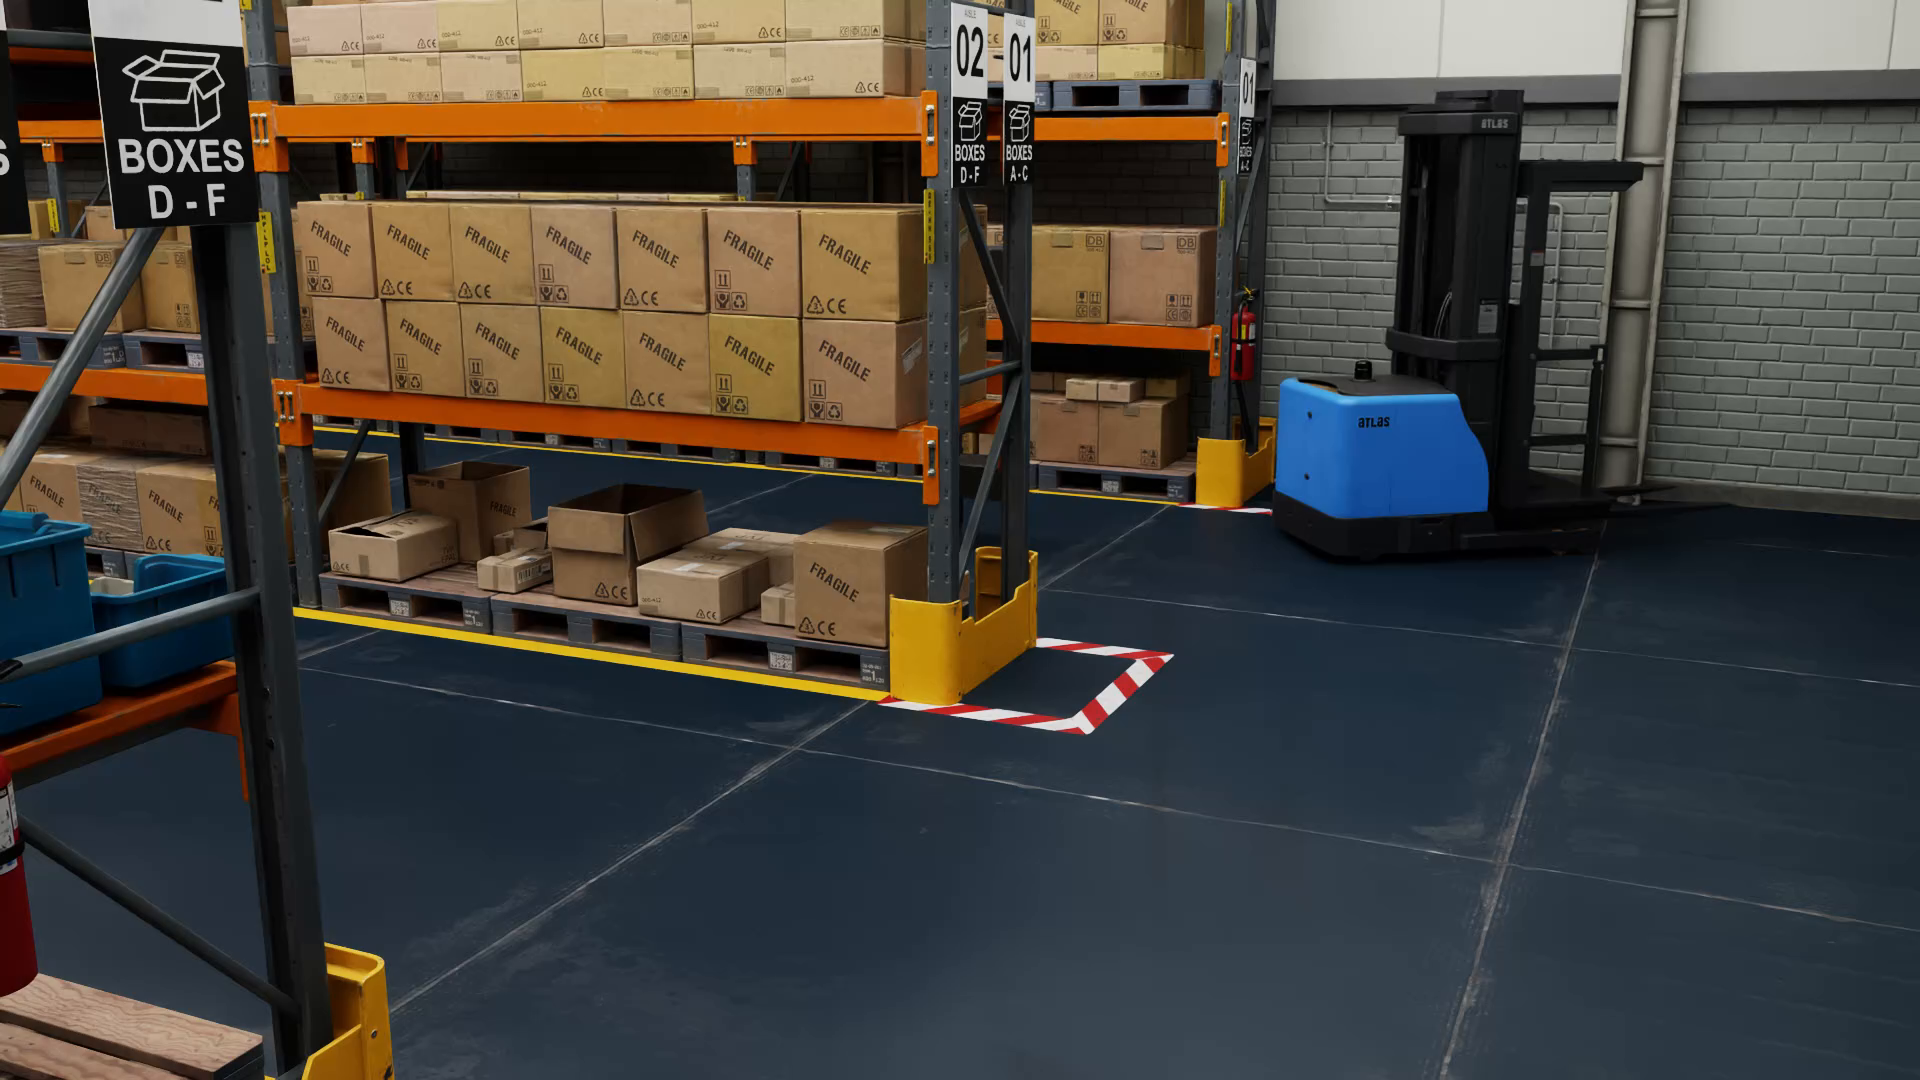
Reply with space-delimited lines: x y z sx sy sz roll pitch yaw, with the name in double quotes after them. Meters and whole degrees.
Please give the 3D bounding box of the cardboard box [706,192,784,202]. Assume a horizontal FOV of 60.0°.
-1.863 -2.868 14.357 0.500 0.250 0.500 6 15 25 "cardboard box"

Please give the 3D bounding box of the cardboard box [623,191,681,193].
-2.805 -2.961 14.751 0.500 0.250 0.500 5 14 21 "cardboard box"

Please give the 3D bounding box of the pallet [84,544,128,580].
-5.430 0.010 10.752 1.213 0.211 1.003 6 14 23 "pallet"

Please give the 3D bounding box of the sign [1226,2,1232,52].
1.876 -3.574 11.588 0.005 0.325 0.100 6 14 23 "sign"

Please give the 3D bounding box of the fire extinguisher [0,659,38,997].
-1.950 0.564 3.269 0.183 0.674 0.296 6 14 23 "fire extinguisher"

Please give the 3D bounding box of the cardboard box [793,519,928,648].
-0.491 0.206 8.319 0.500 0.500 0.500 6 14 23 "cardboard box"

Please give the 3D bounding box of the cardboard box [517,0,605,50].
-1.840 -2.561 8.271 0.500 0.250 0.500 6 14 23 "cardboard box"

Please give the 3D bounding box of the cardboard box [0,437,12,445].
-6.427 -0.386 10.844 0.500 0.500 0.500 5 14 21 "cardboard box"

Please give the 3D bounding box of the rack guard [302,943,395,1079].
-1.877 1.453 3.969 0.348 0.500 1.175 6 14 23 "rack guard"

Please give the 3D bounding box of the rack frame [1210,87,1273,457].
2.109 -1.833 12.500 0.127 3.000 1.000 6 14 23 "rack frame"

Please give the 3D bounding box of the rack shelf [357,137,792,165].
-3.377 -3.498 14.605 4.000 0.370 1.077 6 14 23 "rack shelf"

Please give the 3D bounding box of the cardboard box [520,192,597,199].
-3.475 -2.905 14.512 0.500 0.250 0.500 5 14 22 "cardboard box"

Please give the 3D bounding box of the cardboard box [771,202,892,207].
-0.674 -1.476 8.572 0.500 0.500 0.500 6 14 24 "cardboard box"

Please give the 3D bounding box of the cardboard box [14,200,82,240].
-9.420 -3.224 17.072 0.500 0.500 0.500 6 14 23 "cardboard box"

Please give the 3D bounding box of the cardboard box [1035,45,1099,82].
0.856 -3.534 12.372 0.500 0.250 0.500 5 14 21 "cardboard box"

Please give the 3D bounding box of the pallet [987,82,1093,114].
0.307 -3.429 12.930 1.213 0.211 1.003 6 14 23 "pallet"

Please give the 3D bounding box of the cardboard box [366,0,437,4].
-2.691 -3.051 8.717 0.500 0.500 0.700 6 14 23 "cardboard box"

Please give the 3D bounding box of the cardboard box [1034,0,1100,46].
0.876 -3.898 12.282 0.500 0.500 0.500 6 15 25 "cardboard box"

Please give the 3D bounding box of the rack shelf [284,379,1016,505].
-1.723 -0.633 8.960 4.000 0.370 1.077 6 14 23 "rack shelf"

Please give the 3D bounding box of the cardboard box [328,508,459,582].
-3.255 0.011 9.565 0.500 0.311 0.500 6 14 23 "cardboard box"

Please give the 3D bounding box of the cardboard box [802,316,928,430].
-0.414 -0.831 8.012 0.500 0.500 0.500 6 15 25 "cardboard box"

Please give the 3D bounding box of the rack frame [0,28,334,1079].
-1.905 0.237 3.678 0.053 2.616 0.949 6 14 23 "rack frame"

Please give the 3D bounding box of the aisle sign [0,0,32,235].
-1.957 -0.961 3.095 0.004 0.787 0.394 6 14 23 "aisle sign"

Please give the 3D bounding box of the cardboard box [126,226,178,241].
-7.903 -3.099 16.712 0.500 0.500 0.700 7 15 29 "cardboard box"

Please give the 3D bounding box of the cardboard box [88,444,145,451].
-5.303 -0.403 10.913 0.500 0.500 0.500 5 14 21 "cardboard box"

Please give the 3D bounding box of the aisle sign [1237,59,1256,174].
2.053 -3.029 11.907 0.004 0.787 0.394 6 14 23 "aisle sign"

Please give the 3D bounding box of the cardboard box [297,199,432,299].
-3.234 -1.601 9.104 0.500 0.500 0.500 6 15 25 "cardboard box"

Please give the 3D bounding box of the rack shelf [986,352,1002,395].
0.151 -0.994 10.953 0.480 0.518 0.431 6 14 23 "rack shelf"

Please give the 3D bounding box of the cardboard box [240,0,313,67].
-3.982 -2.992 9.517 0.600 0.600 0.600 4 14 18 "cardboard box"

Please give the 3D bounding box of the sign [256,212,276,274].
-3.773 -1.615 9.039 0.005 0.325 0.100 6 14 23 "sign"

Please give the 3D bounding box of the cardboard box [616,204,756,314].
-1.351 -1.411 8.293 0.500 0.500 0.500 6 15 25 "cardboard box"

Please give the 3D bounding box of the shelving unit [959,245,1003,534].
0.151 -1.007 10.950 0.503 2.100 0.431 6 14 23 "shelving unit"

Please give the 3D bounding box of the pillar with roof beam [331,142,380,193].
-7.787 -4.896 12.420 0.400 9.000 9.100 6 14 23 "pillar with roof beam"

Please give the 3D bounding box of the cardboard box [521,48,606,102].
-1.836 -2.319 8.335 0.500 0.250 0.500 6 14 23 "cardboard box"

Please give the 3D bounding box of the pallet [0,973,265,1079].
-2.642 1.510 4.360 1.213 0.211 1.003 6 14 23 "pallet"

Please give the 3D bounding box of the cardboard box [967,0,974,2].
-0.258 -2.530 8.141 0.500 0.250 0.500 6 14 23 "cardboard box"

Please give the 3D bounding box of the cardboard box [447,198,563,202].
-2.515 -1.664 9.372 0.500 0.500 0.500 5 14 22 "cardboard box"

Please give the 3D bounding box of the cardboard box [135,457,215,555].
-4.567 -0.199 10.044 0.500 0.500 0.500 6 14 23 "cardboard box"

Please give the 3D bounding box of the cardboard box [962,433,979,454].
0.020 -1.005 13.523 0.500 0.500 0.700 6 15 25 "cardboard box"

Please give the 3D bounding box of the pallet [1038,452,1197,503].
1.346 -0.533 13.064 1.213 0.211 1.003 6 14 23 "pallet"

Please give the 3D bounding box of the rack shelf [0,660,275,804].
-3.732 0.402 4.552 4.000 0.370 1.077 6 14 23 "rack shelf"

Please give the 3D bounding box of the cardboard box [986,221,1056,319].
0.276 -2.161 13.244 0.700 0.700 0.980 5 14 21 "cardboard box"

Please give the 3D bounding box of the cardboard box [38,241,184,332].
-5.192 -1.572 10.249 0.500 0.500 0.700 2 13 9 "cardboard box"

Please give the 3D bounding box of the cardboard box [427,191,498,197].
-4.403 -2.996 14.901 0.500 0.250 0.500 6 14 22 "cardboard box"

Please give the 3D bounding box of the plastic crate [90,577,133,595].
-2.256 0.197 4.295 0.298 0.136 0.250 6 14 23 "plastic crate"

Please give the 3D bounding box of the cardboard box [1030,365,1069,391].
0.699 -1.304 13.377 0.250 0.149 0.380 6 14 24 "cardboard box"

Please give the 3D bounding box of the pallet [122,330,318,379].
-4.238 -1.171 10.101 1.213 0.211 1.003 6 14 23 "pallet"

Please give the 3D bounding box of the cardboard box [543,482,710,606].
-1.831 0.006 9.165 0.637 0.503 0.797 6 14 23 "cardboard box"

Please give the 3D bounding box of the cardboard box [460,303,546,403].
-2.270 -1.019 8.813 0.500 0.500 0.500 6 14 23 "cardboard box"

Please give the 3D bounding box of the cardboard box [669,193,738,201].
-2.079 -2.761 13.900 0.500 0.250 0.500 6 15 25 "cardboard box"

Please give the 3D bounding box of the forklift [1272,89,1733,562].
3.711 -1.447 11.006 3.031 2.935 1.130 -3 14 -13 "forklift"
